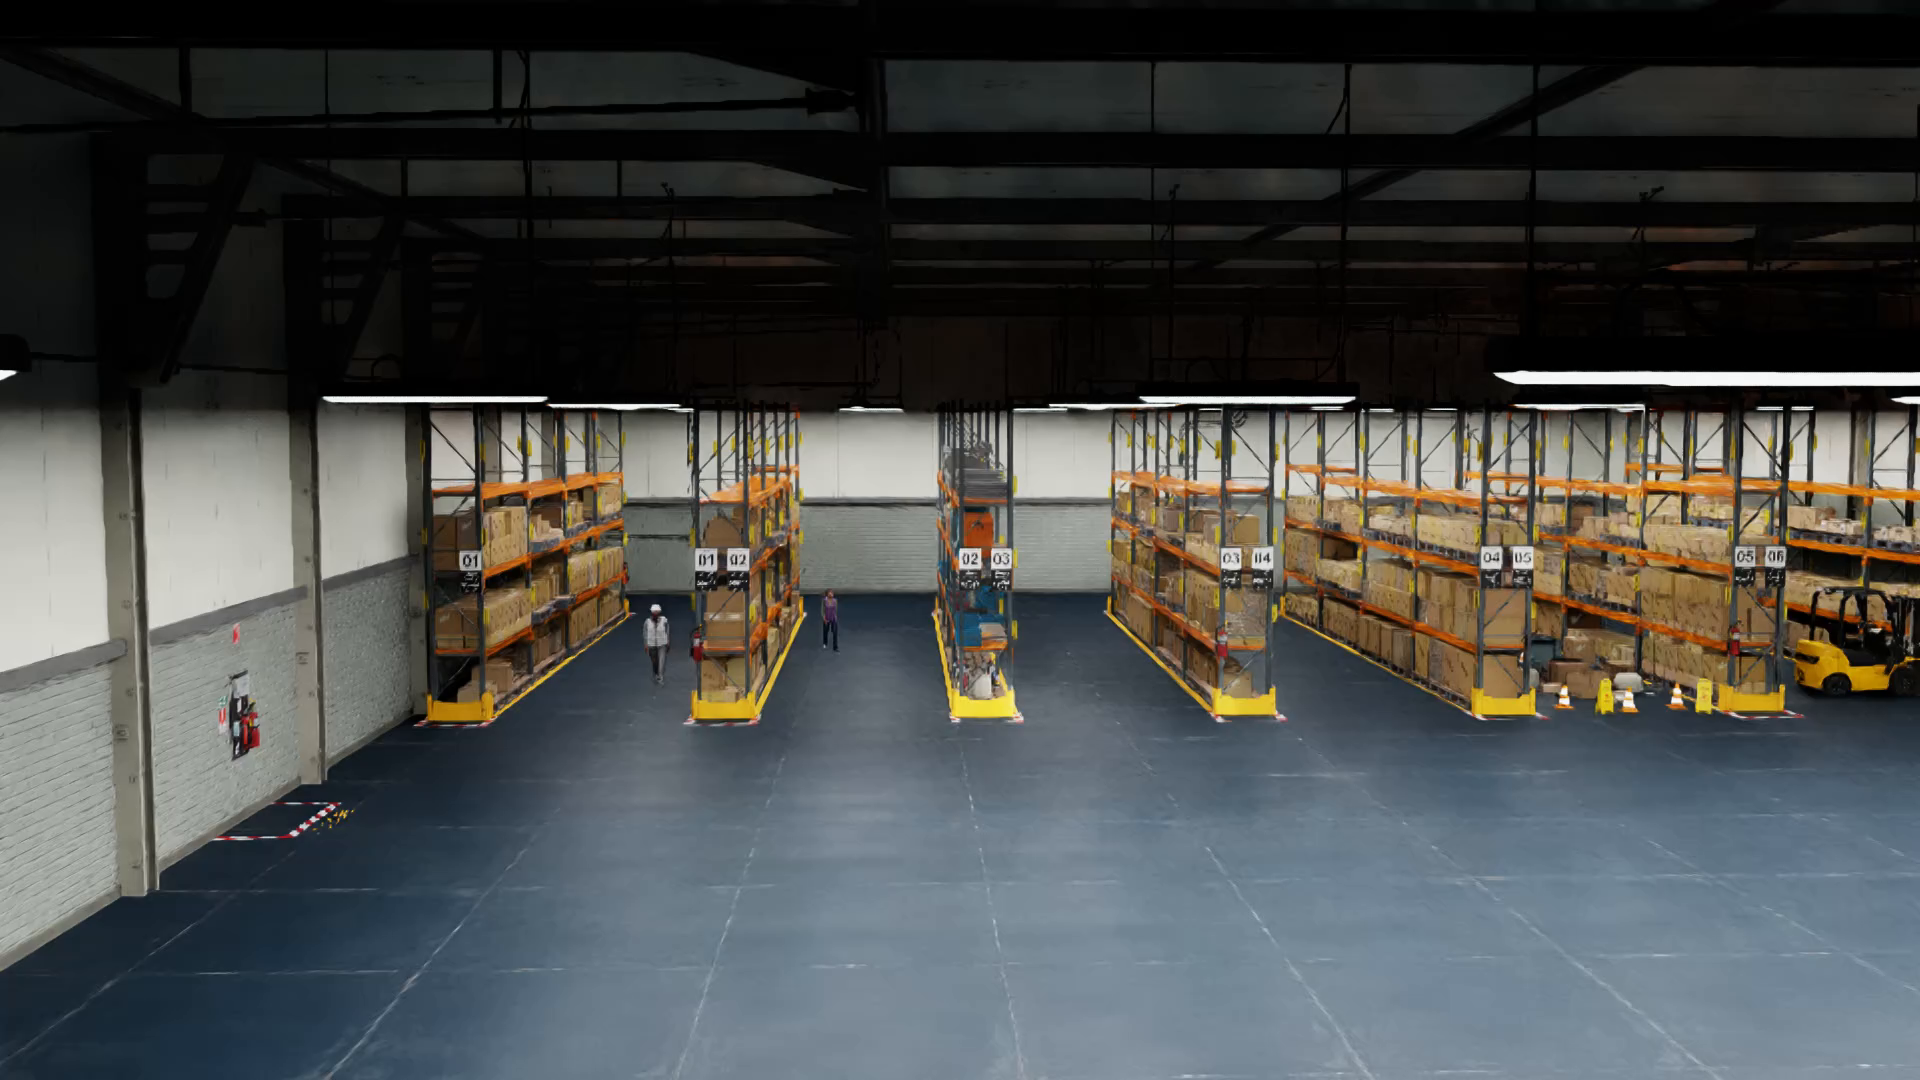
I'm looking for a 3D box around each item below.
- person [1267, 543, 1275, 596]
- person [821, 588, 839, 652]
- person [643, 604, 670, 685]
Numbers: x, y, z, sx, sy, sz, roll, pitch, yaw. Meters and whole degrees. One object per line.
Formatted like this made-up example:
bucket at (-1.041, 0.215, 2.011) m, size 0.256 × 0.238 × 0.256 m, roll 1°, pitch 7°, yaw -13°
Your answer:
person at (9.558, 0.934, 52.198) m, size 0.451 × 1.667 × 0.641 m, roll 4°, pitch 6°, yaw 39°
person at (-3.138, 1.909, 39.968) m, size 0.411 × 1.534 × 0.957 m, roll -1°, pitch 4°, yaw -11°
person at (-6.440, 2.189, 35.241) m, size 0.543 × 1.698 × 1.115 m, roll 0°, pitch 4°, yaw 0°
